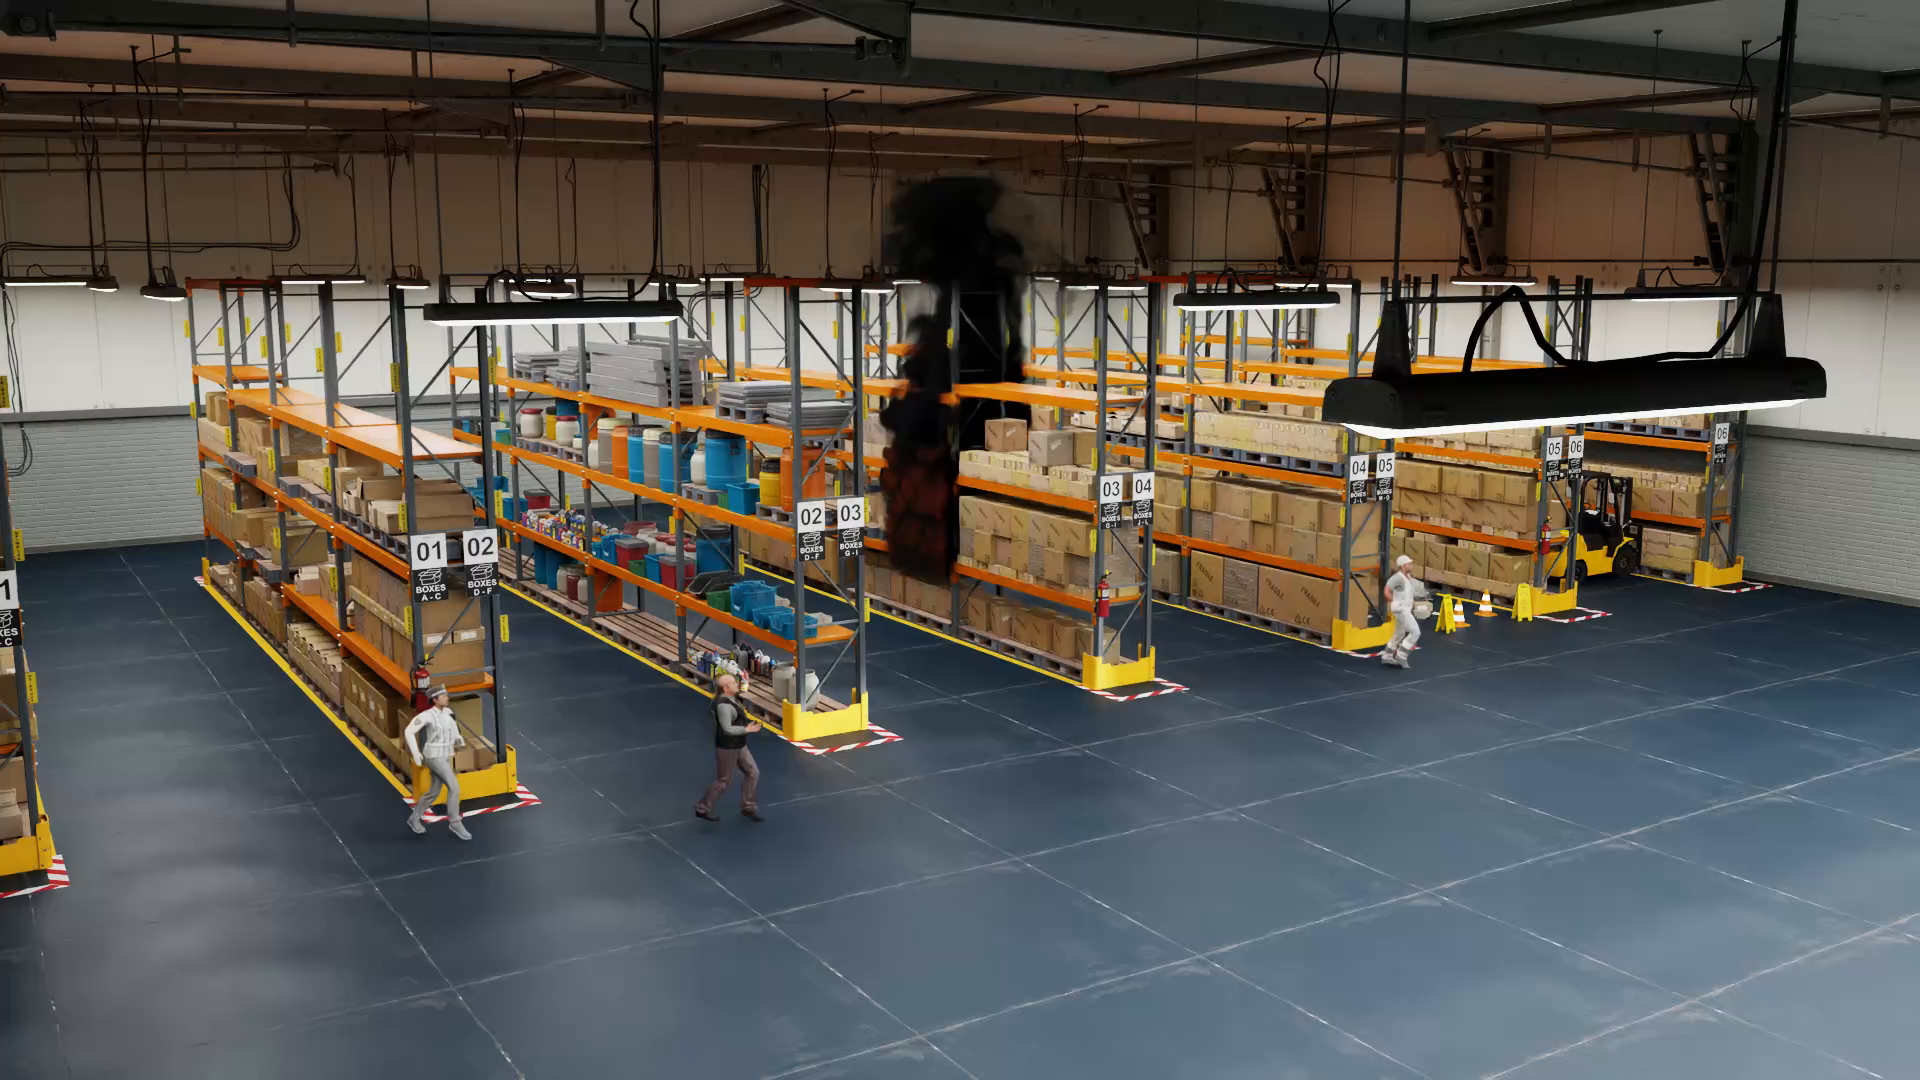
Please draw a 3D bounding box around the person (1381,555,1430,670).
[{"bbox_3d":[6.950,1.135,25.966,0.679,1.803,0.649,4,10,24],"label":"person"}]

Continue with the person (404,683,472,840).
[{"bbox_3d":[-5.736,2.433,18.463,0.795,1.690,0.595,2,10,14],"label":"person"}]

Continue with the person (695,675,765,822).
[{"bbox_3d":[-2.618,2.379,18.772,0.768,1.773,0.662,0,10,0],"label":"person"}]
